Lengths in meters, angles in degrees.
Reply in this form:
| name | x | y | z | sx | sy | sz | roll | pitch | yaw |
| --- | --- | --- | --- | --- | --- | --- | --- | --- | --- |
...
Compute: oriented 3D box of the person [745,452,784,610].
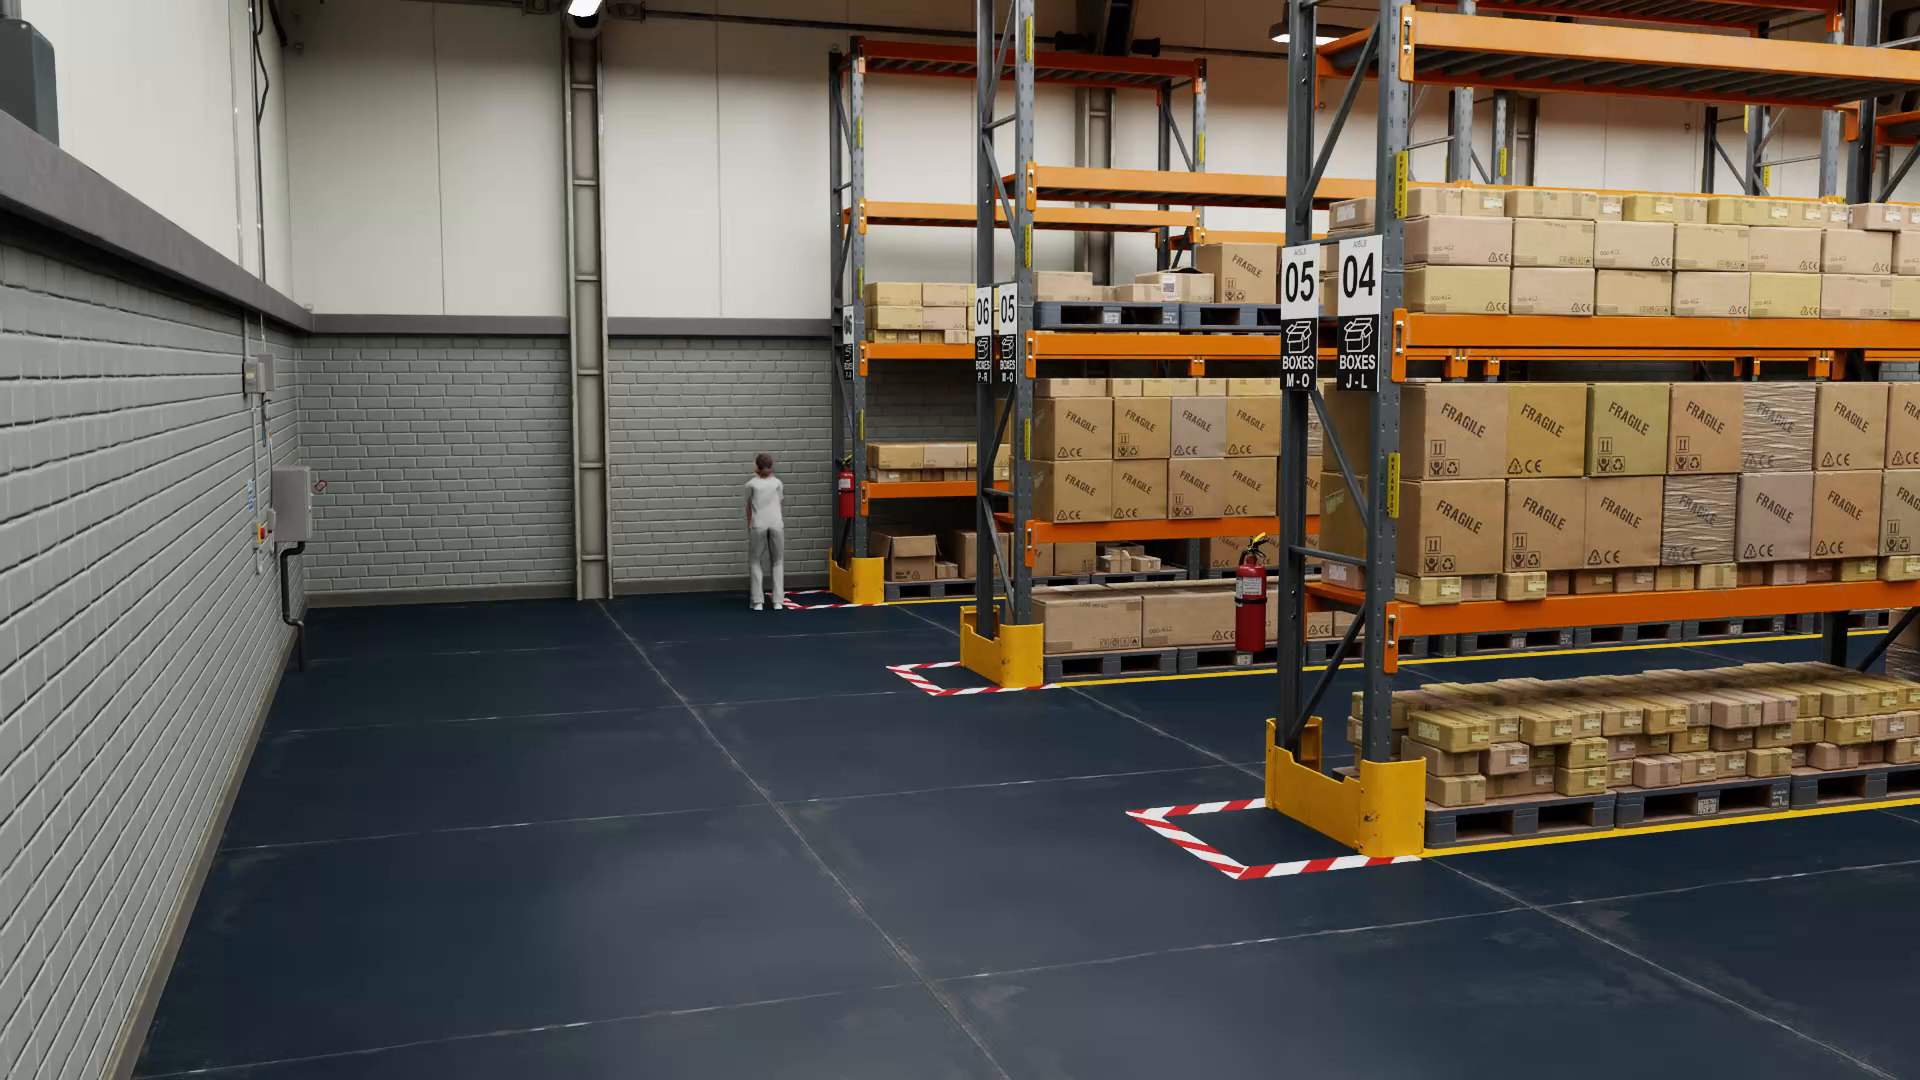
| name | x | y | z | sx | sy | sz | roll | pitch | yaw |
| --- | --- | --- | --- | --- | --- | --- | --- | --- | --- |
| person | -2.073 | -0.078 | 17.612 | 0.411 | 1.617 | 0.510 | -2 | 6 | -15 |
